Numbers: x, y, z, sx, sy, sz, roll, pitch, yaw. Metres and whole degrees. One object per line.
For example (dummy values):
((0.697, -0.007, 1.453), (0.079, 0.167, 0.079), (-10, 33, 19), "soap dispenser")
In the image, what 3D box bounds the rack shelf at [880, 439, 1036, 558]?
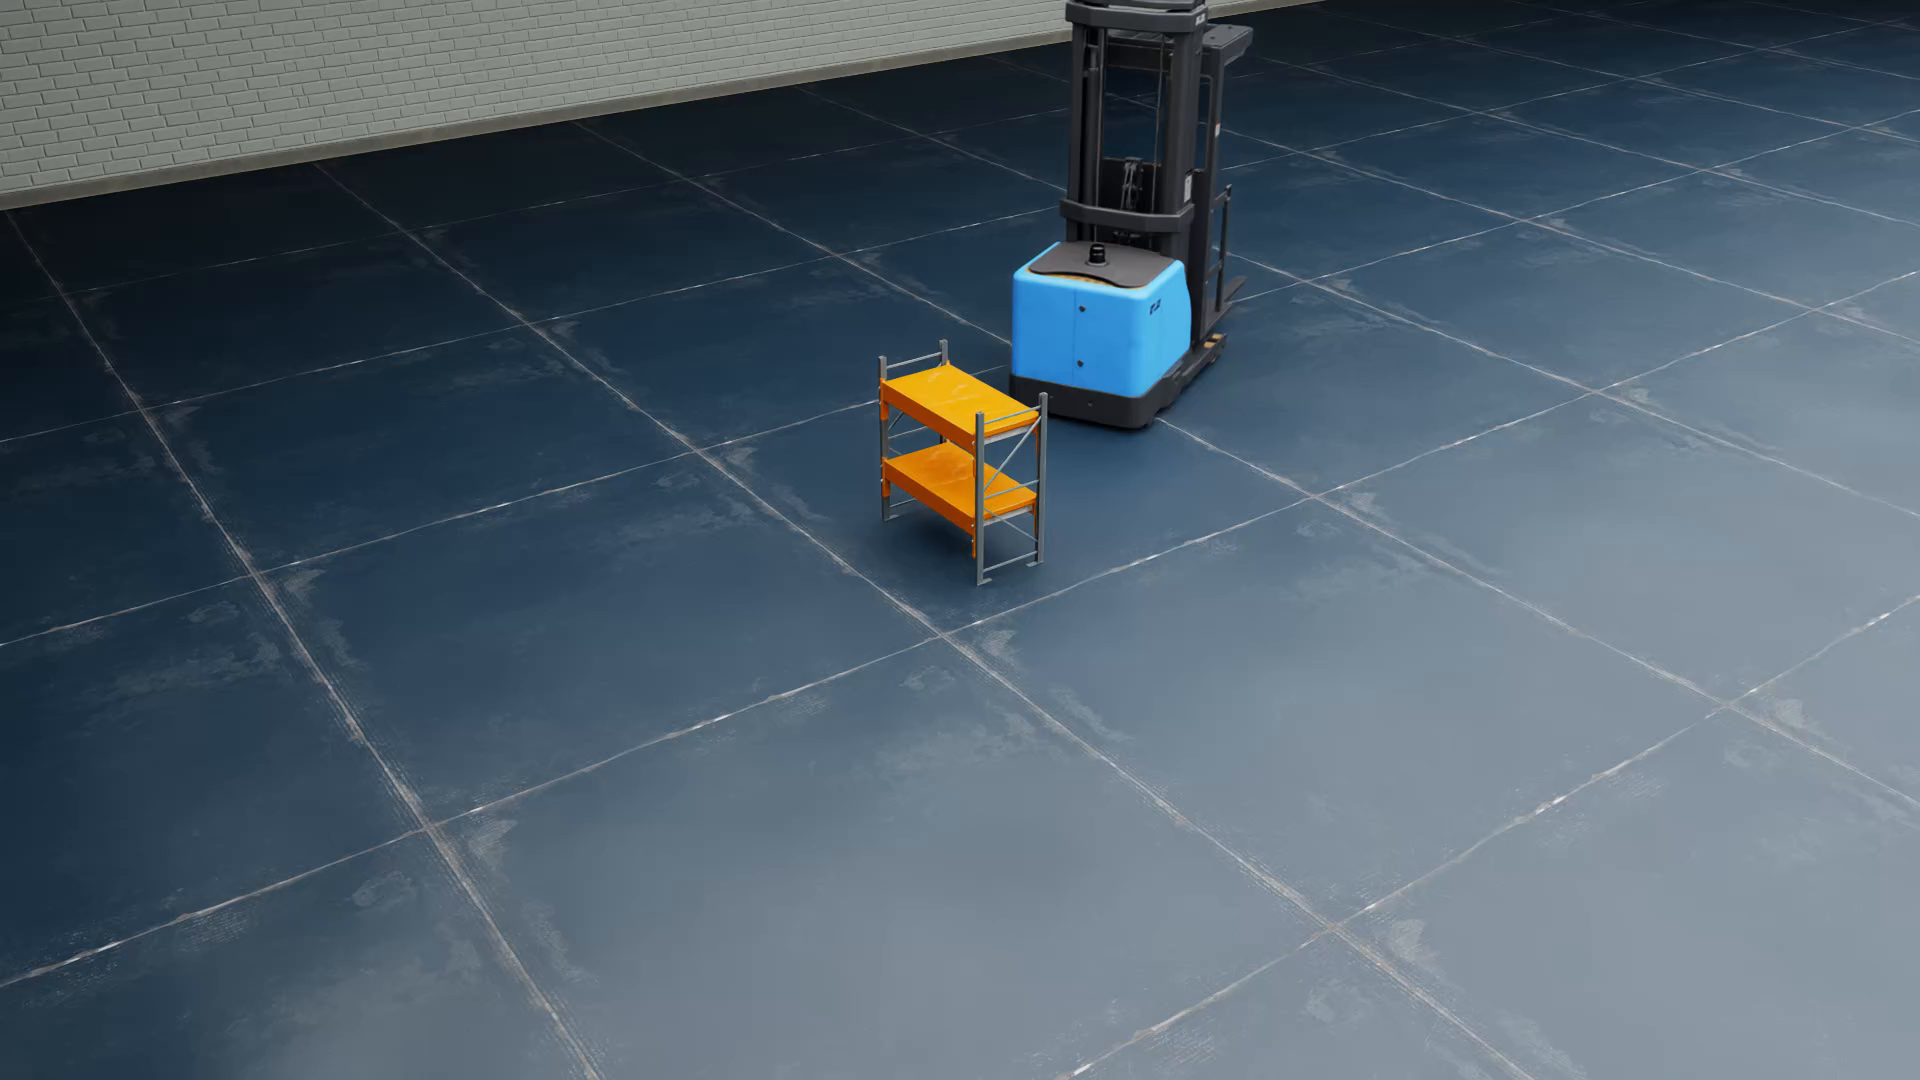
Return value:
((0.004, -0.277, 10.320), (0.538, 0.278, 1.000), (-19, 34, -31), "rack shelf")

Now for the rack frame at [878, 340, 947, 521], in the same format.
((-0.291, -0.689, 10.567), (0.500, 1.125, 0.032), (-19, 34, -31), "rack frame")

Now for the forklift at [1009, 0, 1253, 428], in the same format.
((1.463, -2.756, 12.479), (1.130, 2.935, 3.031), (13, 31, 23), "forklift")

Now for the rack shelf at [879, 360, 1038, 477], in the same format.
((0.004, -0.749, 10.064), (0.538, 0.278, 1.000), (-19, 34, -31), "rack shelf")

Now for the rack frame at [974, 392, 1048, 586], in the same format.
((0.299, -0.294, 9.839), (0.500, 1.125, 0.032), (-19, 34, -31), "rack frame")

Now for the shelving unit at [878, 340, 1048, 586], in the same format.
((0.004, -0.492, 10.203), (0.538, 1.125, 1.048), (-19, 34, -31), "shelving unit")
